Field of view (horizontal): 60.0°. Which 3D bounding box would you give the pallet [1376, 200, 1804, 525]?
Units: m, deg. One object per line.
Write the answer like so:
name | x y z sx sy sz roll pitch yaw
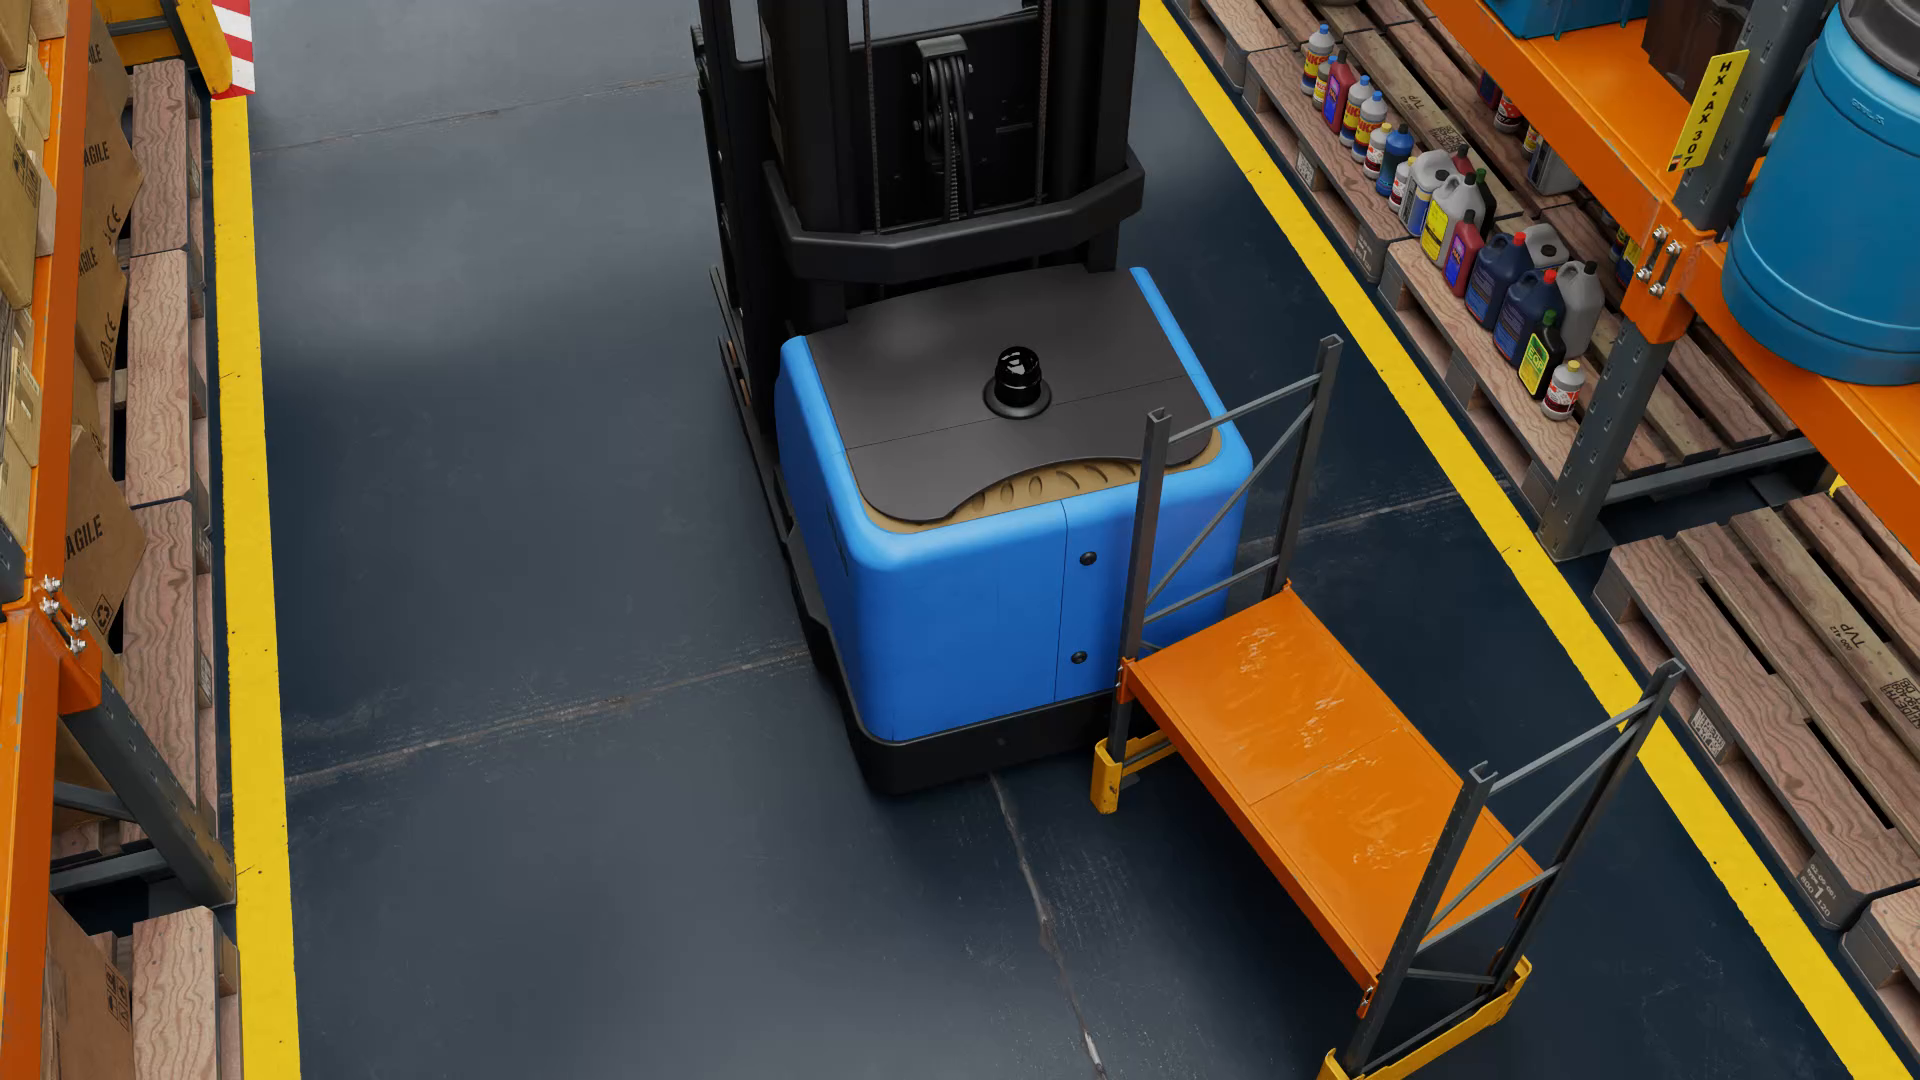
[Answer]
pallet | 2.152 -0.648 5.658 1.003 0.211 1.213 -13 51 -11

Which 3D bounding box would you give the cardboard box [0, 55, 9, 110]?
cardboard box | -2.853 -1.113 3.966 0.875 0.500 0.500 -13 51 -11

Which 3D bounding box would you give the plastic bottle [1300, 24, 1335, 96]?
plastic bottle | 1.366 -1.836 6.332 0.097 0.271 0.097 0 50 0

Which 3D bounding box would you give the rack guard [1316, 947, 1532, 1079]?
rack guard | 1.124 1.209 4.067 0.587 0.250 0.087 -24 54 -19

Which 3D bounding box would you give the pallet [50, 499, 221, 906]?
pallet | -2.653 0.490 4.699 1.003 0.211 1.213 -13 51 -11

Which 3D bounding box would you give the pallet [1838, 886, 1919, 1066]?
pallet | 2.944 1.310 4.008 1.003 0.211 1.213 -13 51 -11

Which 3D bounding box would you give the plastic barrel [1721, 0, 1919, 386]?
plastic barrel | 2.135 -0.857 3.683 0.600 0.901 0.708 -13 51 -11

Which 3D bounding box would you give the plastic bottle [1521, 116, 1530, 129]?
plastic bottle | 2.179 -1.698 6.213 0.152 0.276 0.135 -15 51 -12

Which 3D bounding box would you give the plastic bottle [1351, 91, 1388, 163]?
plastic bottle | 1.497 -1.512 6.060 0.097 0.271 0.097 0 50 0

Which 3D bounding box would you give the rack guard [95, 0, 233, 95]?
rack guard | -3.581 -1.987 6.598 1.175 0.500 0.348 -13 51 -11

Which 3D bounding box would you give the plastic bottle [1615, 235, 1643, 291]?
plastic bottle | 2.330 -0.985 5.564 0.144 0.351 0.185 -13 51 -11

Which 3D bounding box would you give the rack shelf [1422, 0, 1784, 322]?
rack shelf | 1.719 -2.275 5.677 1.077 0.370 4.000 -13 51 -11

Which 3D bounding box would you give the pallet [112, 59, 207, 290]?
pallet | -3.375 -1.292 6.202 1.003 0.211 1.213 -13 51 -11

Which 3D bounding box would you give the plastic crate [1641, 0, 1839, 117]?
plastic crate | 2.277 -1.438 4.541 0.767 0.338 0.504 -13 51 -11

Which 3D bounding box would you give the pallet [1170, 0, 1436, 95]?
pallet | 1.430 -2.430 7.160 1.003 0.211 1.213 -13 51 -11

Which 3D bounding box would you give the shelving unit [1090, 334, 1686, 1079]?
shelving unit | 0.877 0.475 3.868 0.587 1.500 1.083 -24 54 -19

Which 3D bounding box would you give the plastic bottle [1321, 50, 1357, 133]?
plastic bottle | 1.416 -1.670 6.185 0.061 0.283 0.133 -13 51 -10

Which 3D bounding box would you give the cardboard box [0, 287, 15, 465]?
cardboard box | -2.495 -0.397 3.363 0.875 0.500 0.500 -13 51 -11

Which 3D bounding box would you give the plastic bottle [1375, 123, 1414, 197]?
plastic bottle | 1.557 -1.364 5.935 0.097 0.271 0.097 0 50 0

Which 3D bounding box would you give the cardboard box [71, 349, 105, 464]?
cardboard box | -2.936 -0.410 4.994 0.500 0.500 0.500 -17 52 -14

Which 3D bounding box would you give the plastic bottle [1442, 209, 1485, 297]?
plastic bottle | 1.700 -0.968 5.593 0.061 0.283 0.133 -10 51 -9

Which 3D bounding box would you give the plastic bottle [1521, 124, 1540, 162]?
plastic bottle | 2.129 -1.495 6.091 0.097 0.201 0.097 0 50 0

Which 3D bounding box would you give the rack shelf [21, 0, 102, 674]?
rack shelf | -3.012 -1.155 4.733 1.077 0.370 4.000 -13 51 -11

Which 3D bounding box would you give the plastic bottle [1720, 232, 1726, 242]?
plastic bottle | 2.468 -1.018 5.591 0.144 0.351 0.185 -12 51 -10

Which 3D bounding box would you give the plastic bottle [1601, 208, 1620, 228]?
plastic bottle | 2.333 -1.229 5.821 0.097 0.271 0.097 0 50 0

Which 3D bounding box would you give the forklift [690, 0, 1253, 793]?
forklift | -0.183 -1.406 4.518 1.130 2.935 3.031 -13 51 -11

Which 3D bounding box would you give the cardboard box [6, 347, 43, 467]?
cardboard box | -2.259 -0.256 3.668 0.380 0.149 0.250 -13 51 -11

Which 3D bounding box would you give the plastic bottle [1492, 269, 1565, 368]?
plastic bottle | 1.845 -0.740 5.356 0.144 0.351 0.185 -15 51 -12

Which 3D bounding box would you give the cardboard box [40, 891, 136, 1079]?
cardboard box | -2.260 1.191 3.632 0.700 0.500 0.500 -17 52 -14

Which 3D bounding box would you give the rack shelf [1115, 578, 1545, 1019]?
rack shelf | 0.872 0.585 4.011 0.538 0.185 1.000 -24 54 -19

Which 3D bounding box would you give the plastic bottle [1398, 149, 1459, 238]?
plastic bottle | 1.648 -1.211 5.803 0.152 0.276 0.135 -12 51 -10

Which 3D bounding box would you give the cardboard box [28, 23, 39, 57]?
cardboard box | -2.771 -1.336 4.578 0.380 0.149 0.250 -13 51 -11

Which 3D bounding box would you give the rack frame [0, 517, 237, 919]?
rack frame | -2.421 0.073 3.226 1.000 3.000 0.127 -13 51 -11

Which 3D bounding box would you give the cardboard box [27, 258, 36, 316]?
cardboard box | -2.442 -0.613 3.969 0.380 0.149 0.250 -13 51 -11

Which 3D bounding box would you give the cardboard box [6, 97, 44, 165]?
cardboard box | -2.590 -0.978 4.277 0.380 0.149 0.250 -13 51 -11

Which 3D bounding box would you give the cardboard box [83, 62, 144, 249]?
cardboard box | -3.226 -1.289 5.735 0.500 0.500 0.500 -2 50 -1

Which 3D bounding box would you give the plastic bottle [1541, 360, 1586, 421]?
plastic bottle | 1.906 -0.481 5.236 0.097 0.201 0.097 0 50 0

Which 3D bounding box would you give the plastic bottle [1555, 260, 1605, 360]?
plastic bottle | 1.982 -0.772 5.384 0.144 0.351 0.185 -13 51 -11

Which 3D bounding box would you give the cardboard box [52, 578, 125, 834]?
cardboard box | -2.501 0.443 4.275 0.500 0.500 0.500 -15 51 -12

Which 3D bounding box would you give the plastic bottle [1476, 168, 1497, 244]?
plastic bottle | 1.783 -1.136 5.735 0.061 0.283 0.133 -13 51 -11

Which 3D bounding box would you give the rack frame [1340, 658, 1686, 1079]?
rack frame | 1.125 0.807 3.589 0.500 1.500 0.032 -24 54 -19
